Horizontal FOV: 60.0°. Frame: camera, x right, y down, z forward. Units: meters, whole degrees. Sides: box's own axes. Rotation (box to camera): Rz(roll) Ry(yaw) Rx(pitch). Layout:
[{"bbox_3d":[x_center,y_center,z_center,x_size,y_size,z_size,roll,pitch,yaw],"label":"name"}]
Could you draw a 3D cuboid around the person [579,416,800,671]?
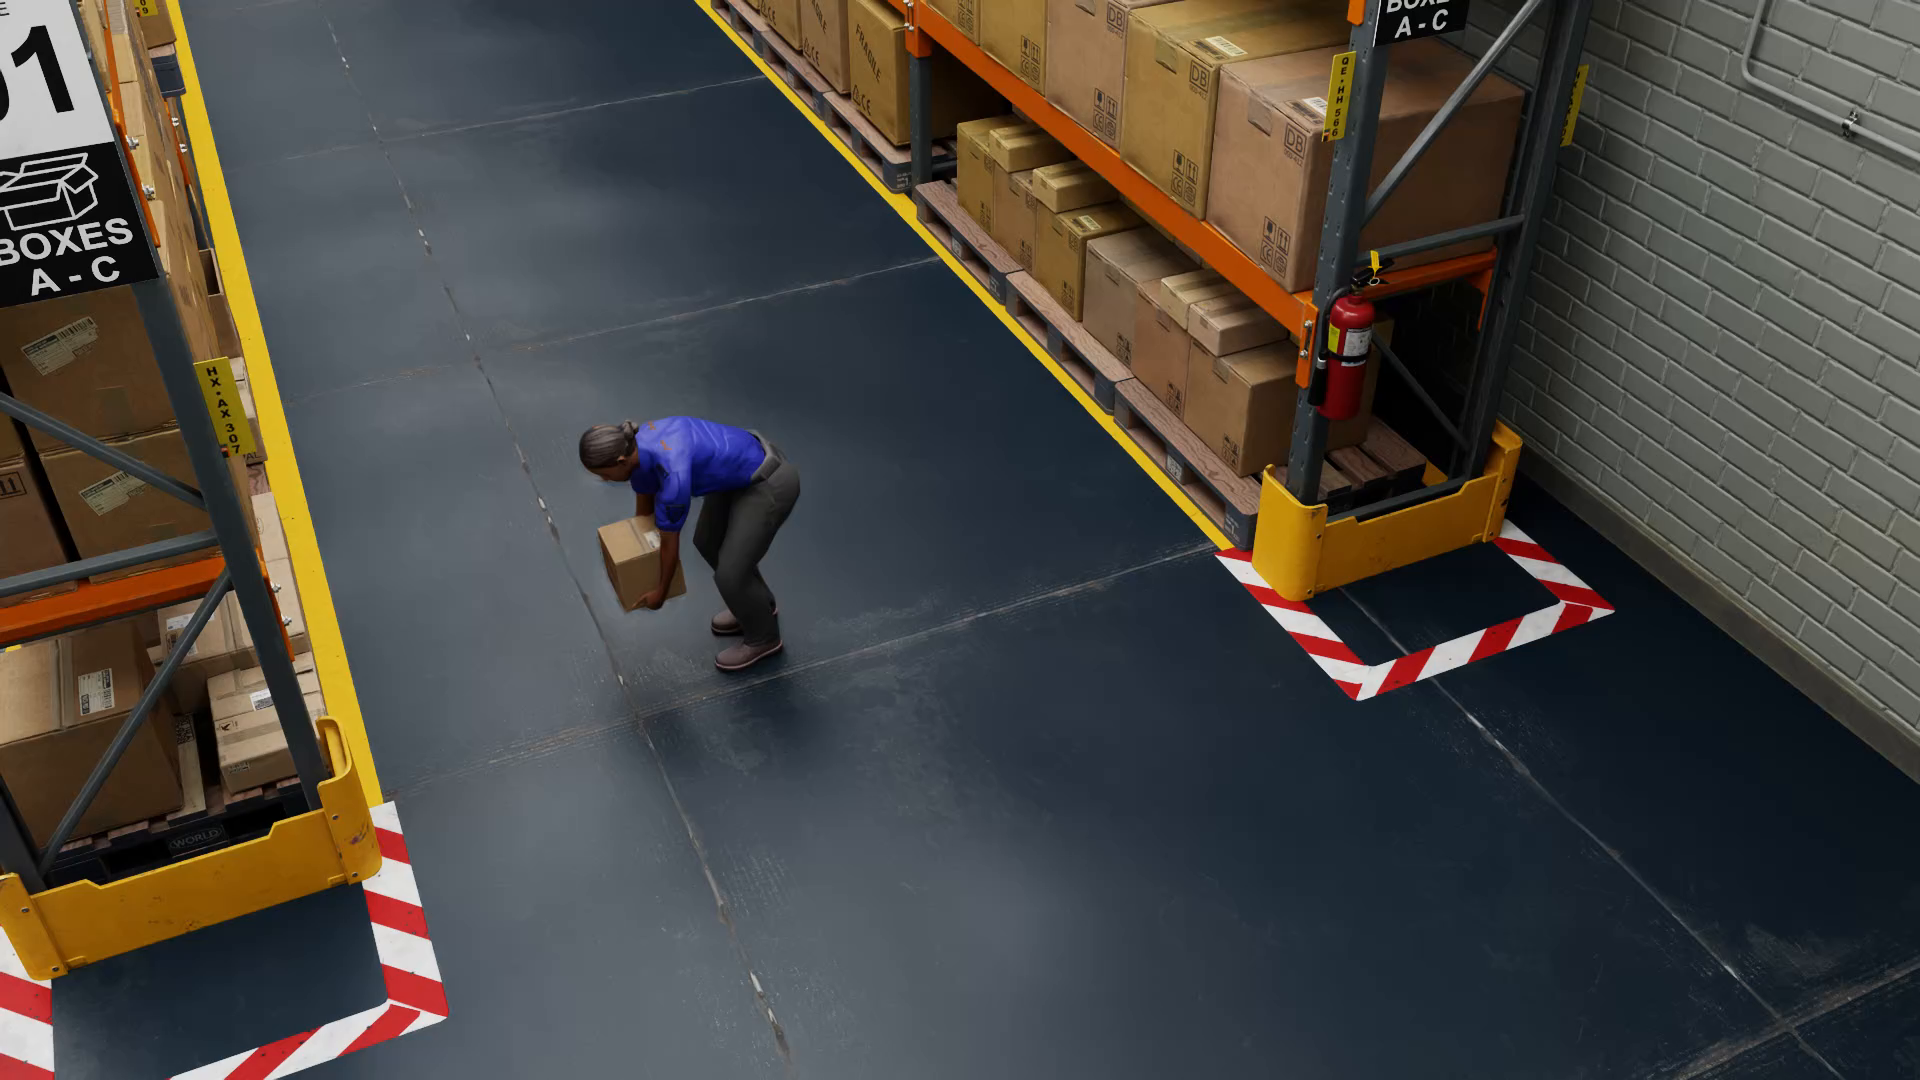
[{"bbox_3d":[-1.028,-0.020,6.546,0.825,1.220,0.424,-17,41,-21],"label":"person"}]
